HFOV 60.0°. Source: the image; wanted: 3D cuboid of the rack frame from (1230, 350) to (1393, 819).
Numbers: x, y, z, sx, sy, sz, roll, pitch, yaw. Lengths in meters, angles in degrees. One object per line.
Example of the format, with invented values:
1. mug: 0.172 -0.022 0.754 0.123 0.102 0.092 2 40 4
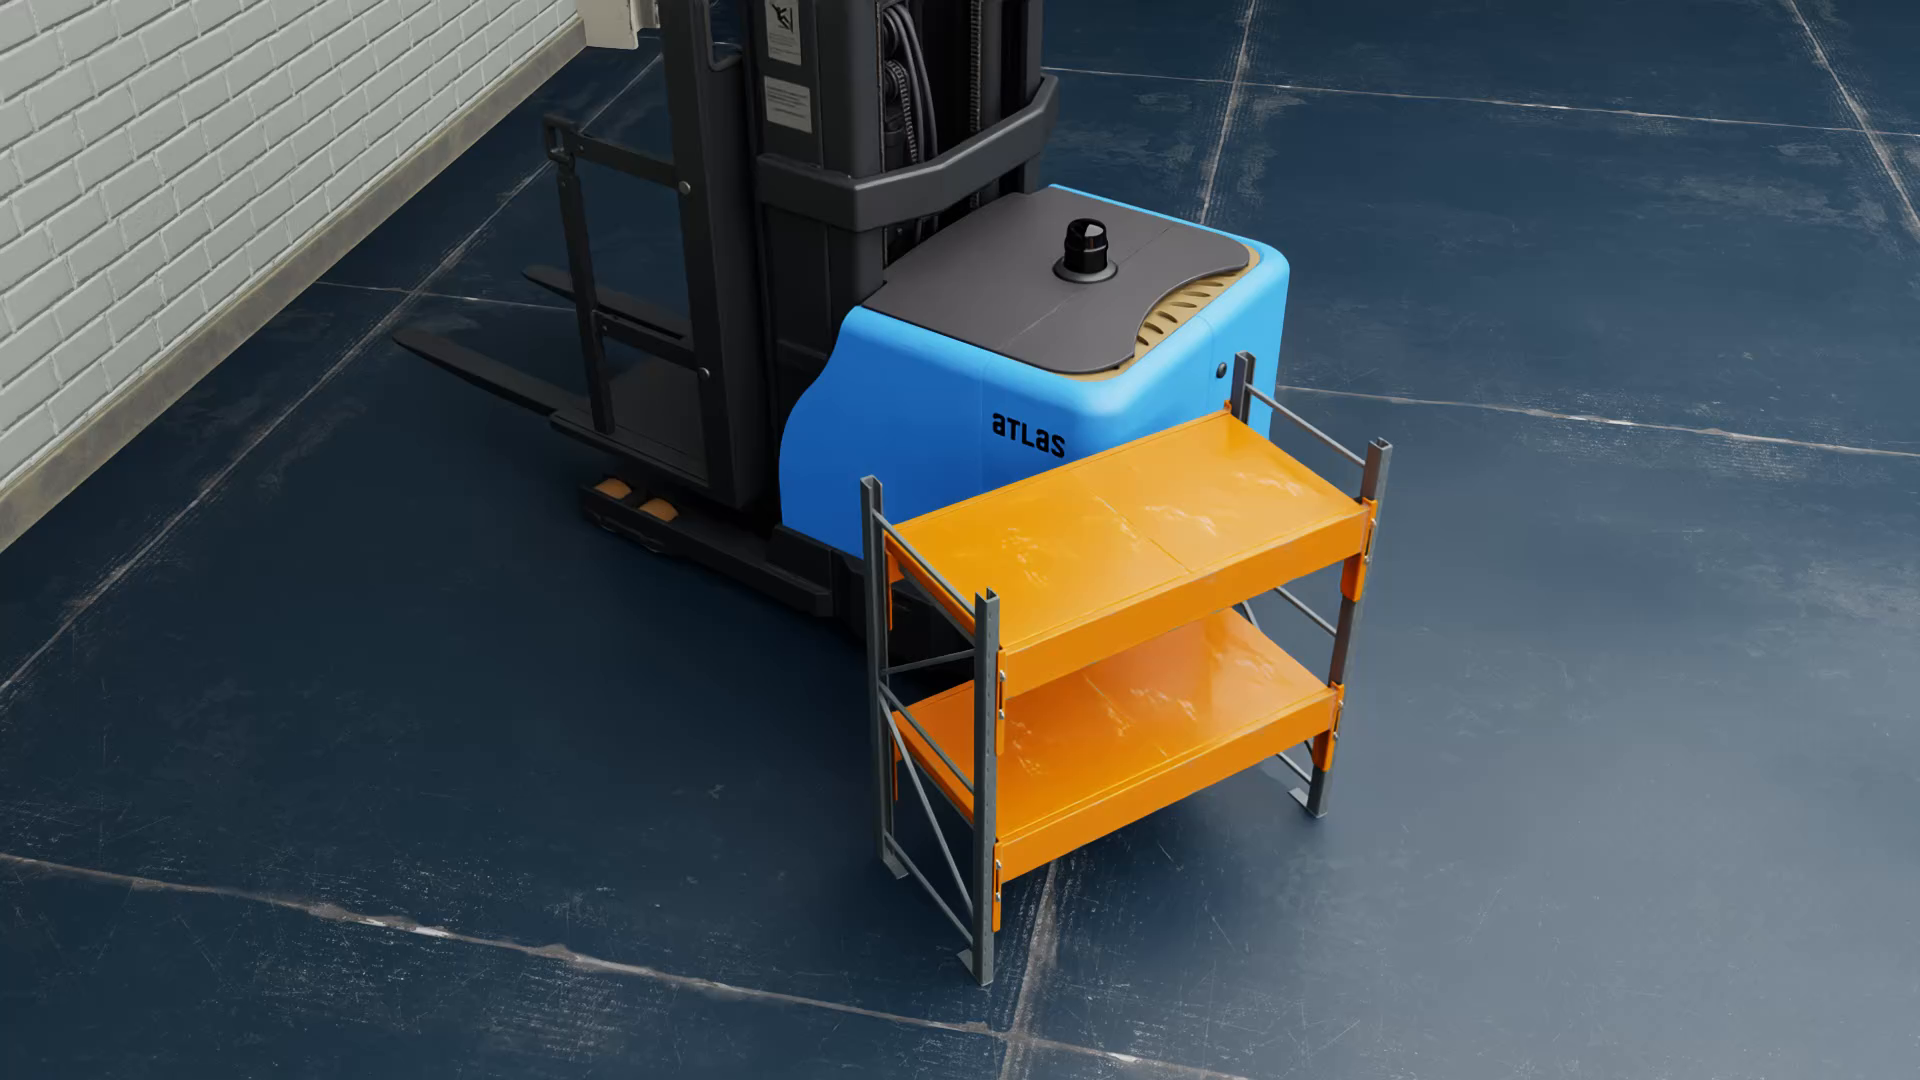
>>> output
1. rack frame: 0.797 0.132 4.110 0.032 1.125 0.500 -20 40 -25

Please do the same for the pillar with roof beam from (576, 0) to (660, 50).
1. pillar with roof beam: 2.366 -5.847 5.650 9.100 9.000 0.400 7 37 10

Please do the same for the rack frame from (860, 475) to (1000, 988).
1. rack frame: -0.067 0.446 3.676 0.032 1.125 0.500 -20 40 -25

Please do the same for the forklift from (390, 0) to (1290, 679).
1. forklift: -0.585 -1.377 4.652 3.031 2.935 1.130 23 42 28

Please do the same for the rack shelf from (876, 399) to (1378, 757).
1. rack shelf: 0.365 0.052 3.721 1.000 0.278 0.538 -20 40 -25

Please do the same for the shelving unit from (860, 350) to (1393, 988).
1. shelving unit: 0.365 0.289 3.893 1.048 1.125 0.538 -20 40 -25

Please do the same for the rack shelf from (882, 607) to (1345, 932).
1. rack shelf: 0.365 0.487 4.037 1.000 0.278 0.538 -20 40 -25
